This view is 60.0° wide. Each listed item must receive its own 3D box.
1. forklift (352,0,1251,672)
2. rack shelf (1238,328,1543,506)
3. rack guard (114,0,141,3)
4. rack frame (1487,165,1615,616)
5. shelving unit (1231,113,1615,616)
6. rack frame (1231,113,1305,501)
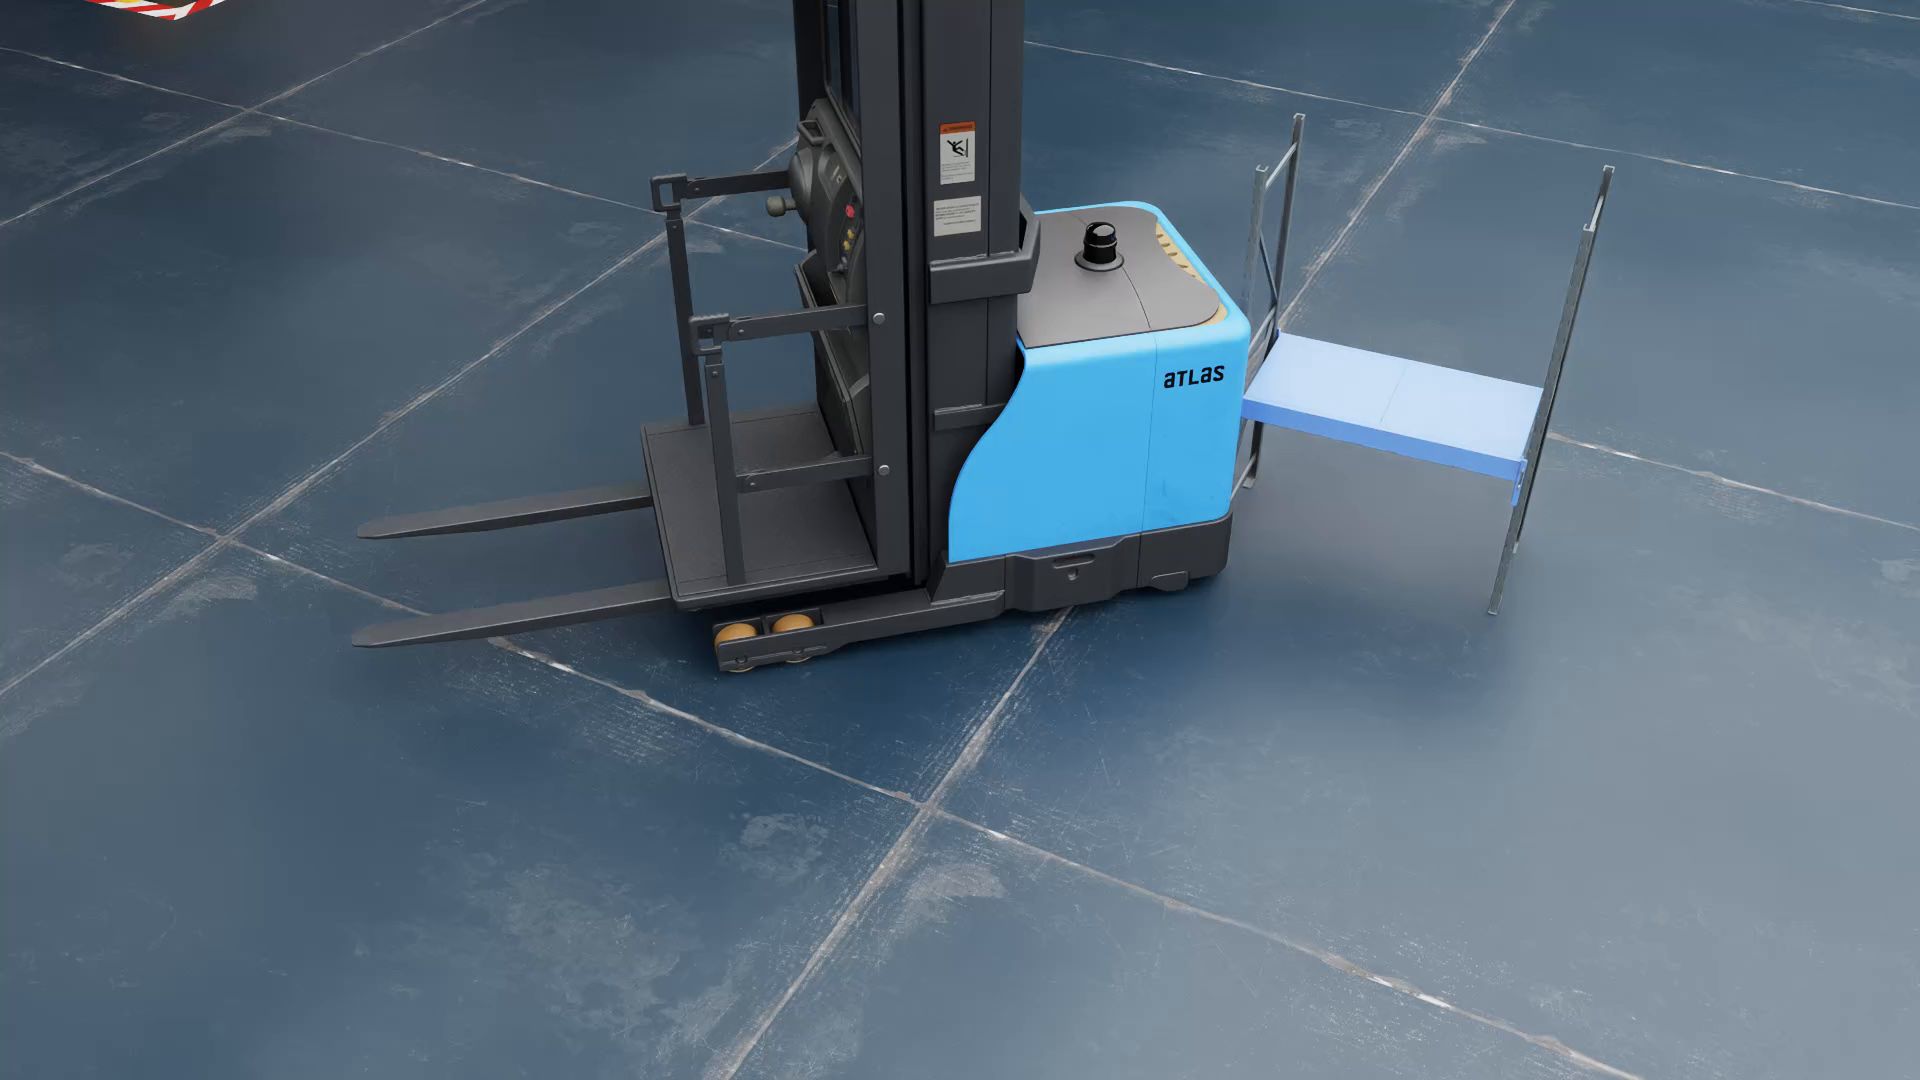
[{"bbox_3d":[-0.605,-1.072,5.238,3.031,2.935,1.130,-9,38,-12],"label":"forklift"},{"bbox_3d":[1.527,-0.453,5.904,1.000,0.185,0.538,15,40,19],"label":"rack shelf"},{"bbox_3d":[-5.298,-4.060,11.185,0.348,0.500,1.175,17,41,21],"label":"rack guard"},{"bbox_3d":[1.990,-0.469,5.628,0.032,1.500,0.500,15,40,19],"label":"rack frame"},{"bbox_3d":[1.527,-0.596,5.795,1.048,1.500,0.538,15,40,19],"label":"shelving unit"},{"bbox_3d":[1.064,-0.723,5.962,0.032,1.500,0.500,15,40,19],"label":"rack frame"}]
